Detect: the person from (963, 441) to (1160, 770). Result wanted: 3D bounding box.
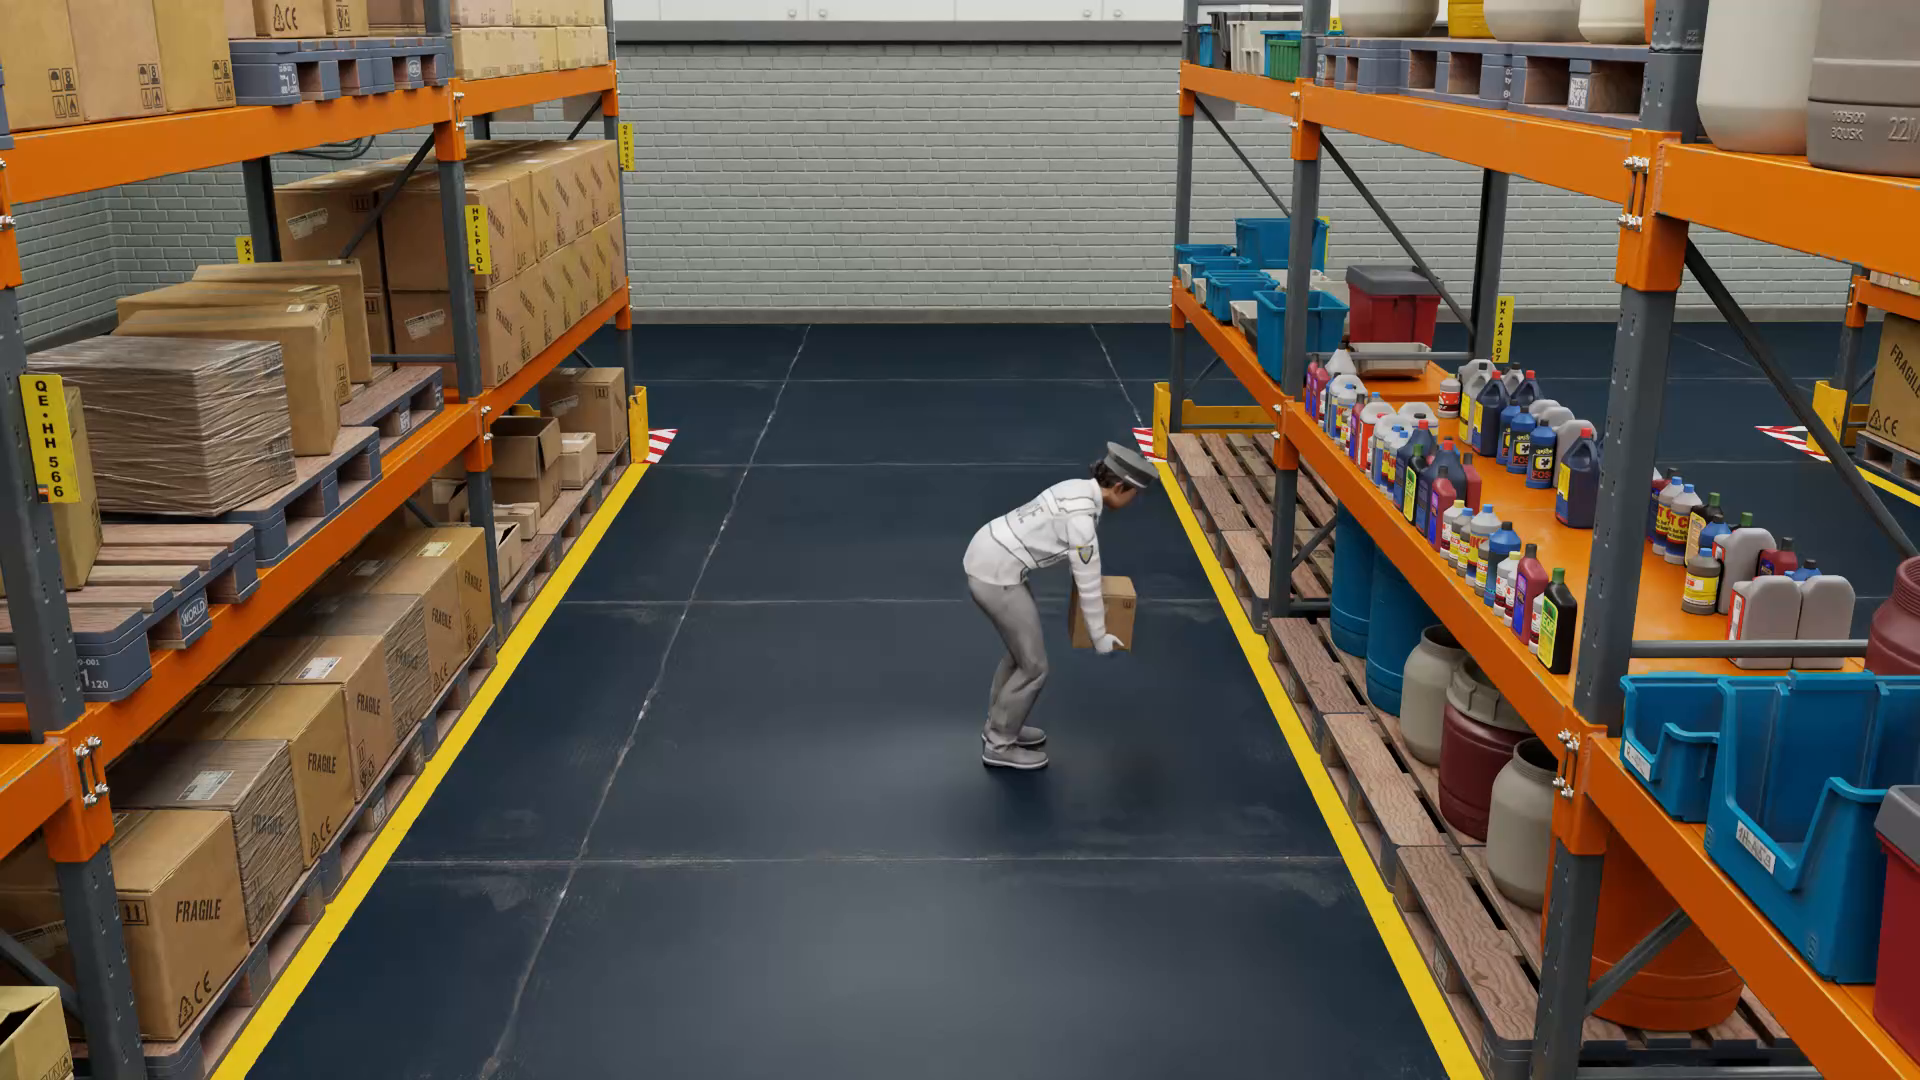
[{"bbox_3d":[0.426,0.273,7.130,0.826,1.395,0.415,-1,17,-2],"label":"person"}]
